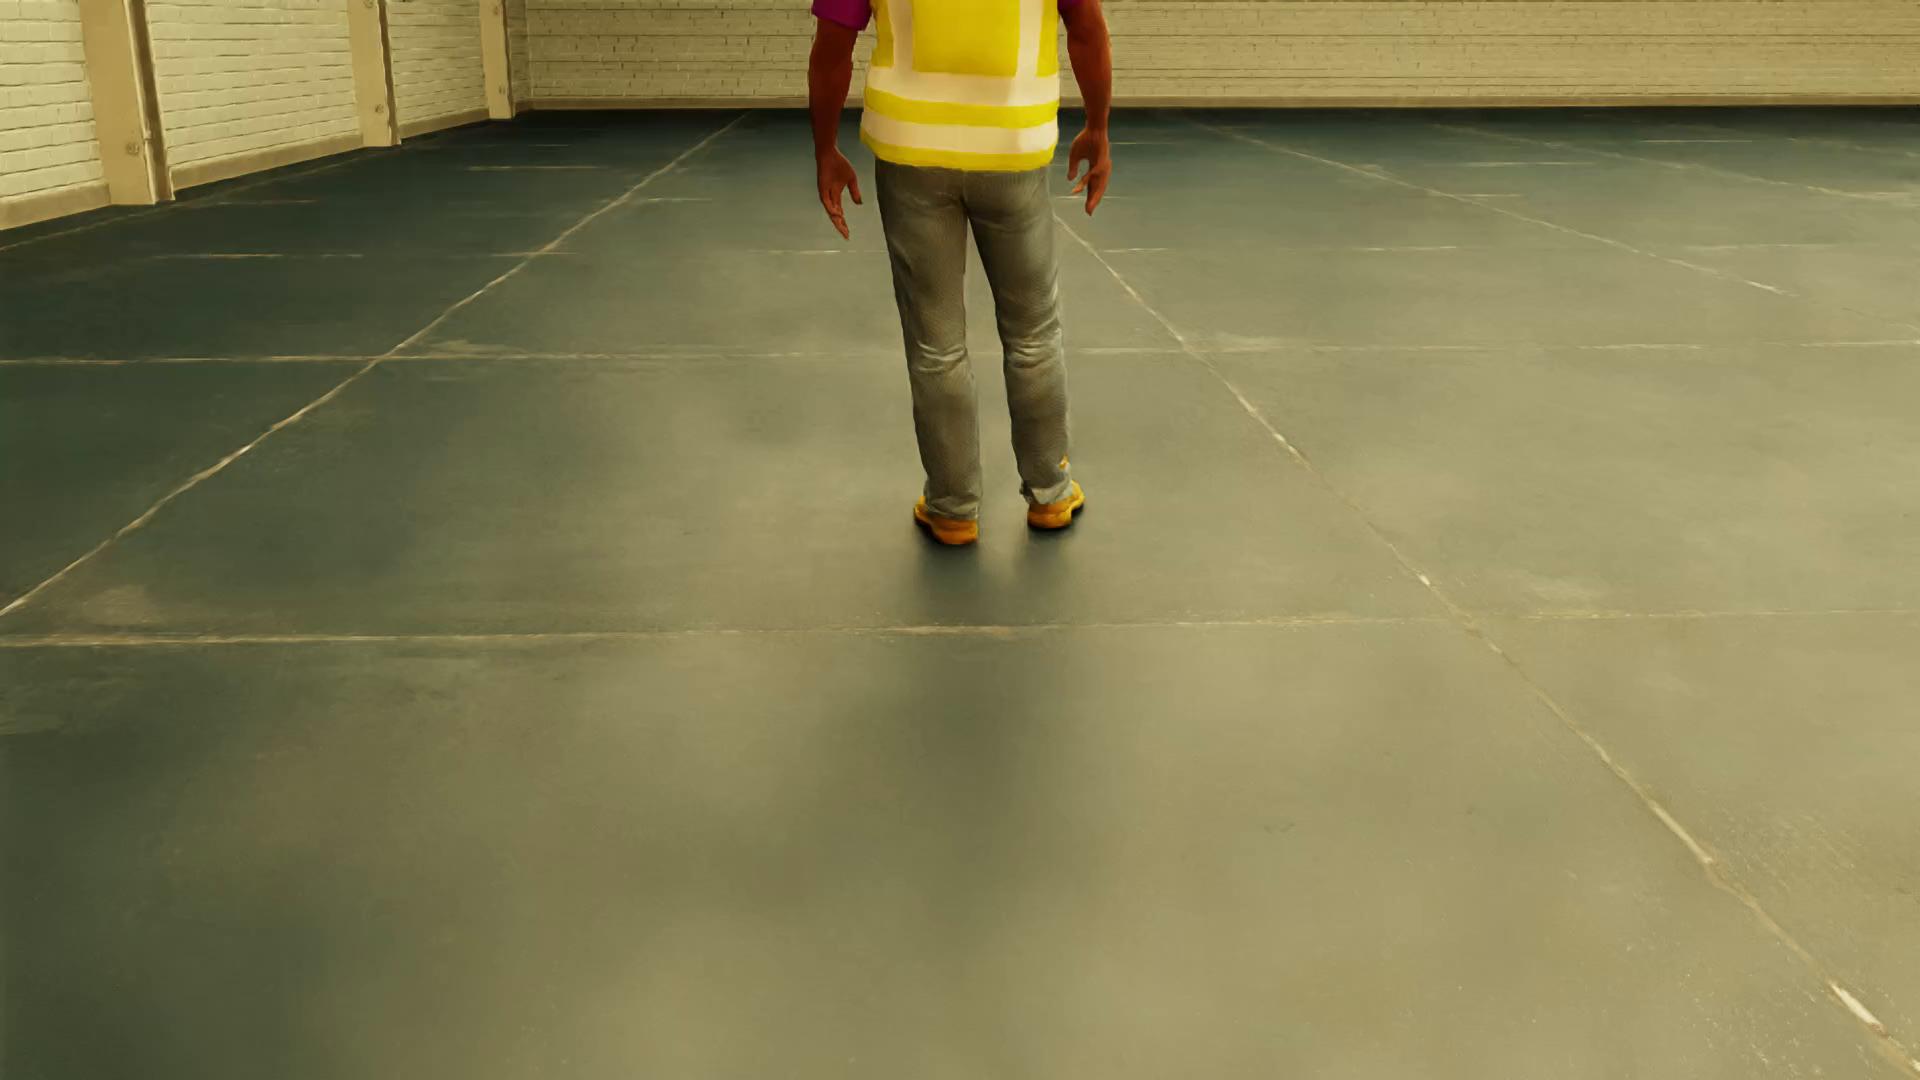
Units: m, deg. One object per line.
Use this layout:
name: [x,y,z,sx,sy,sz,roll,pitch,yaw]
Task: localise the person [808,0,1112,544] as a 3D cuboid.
person: [0.002,-0.872,3.724,0.665,1.766,0.576,-1,17,-3]
